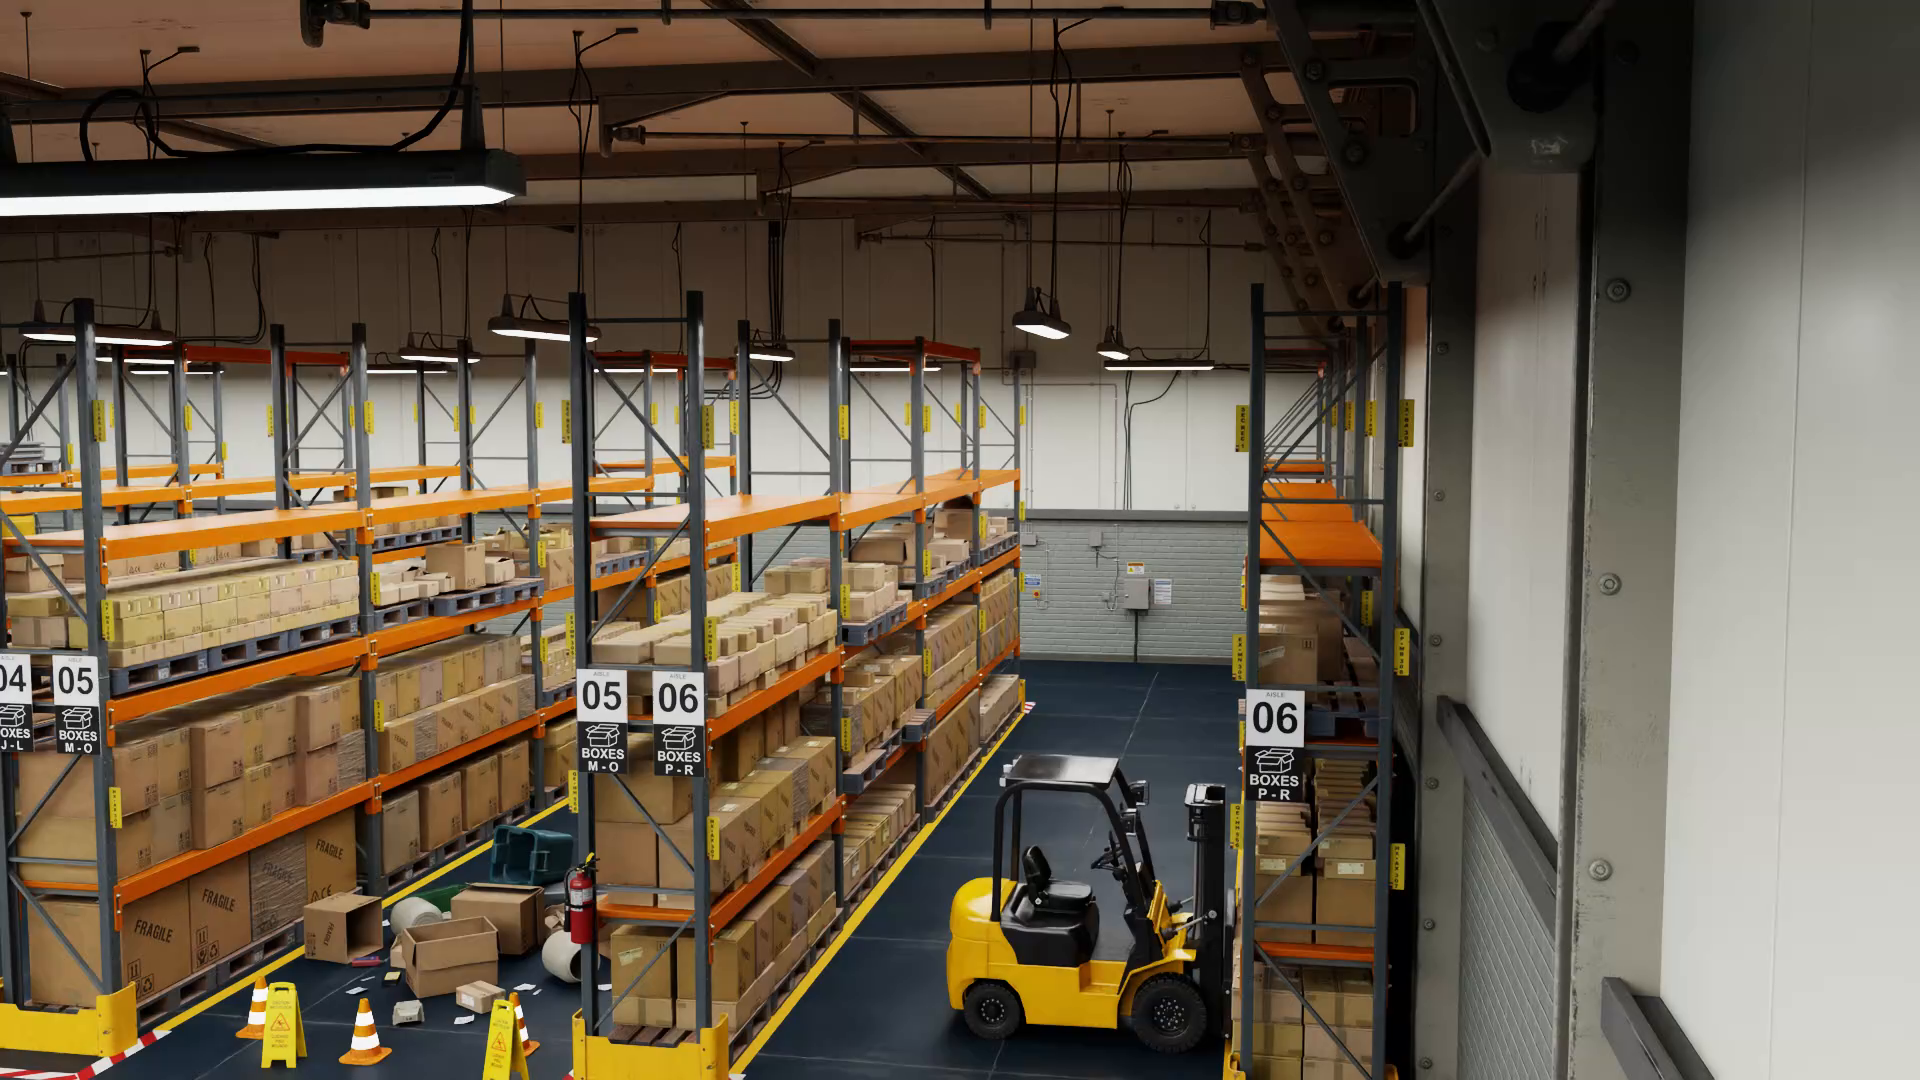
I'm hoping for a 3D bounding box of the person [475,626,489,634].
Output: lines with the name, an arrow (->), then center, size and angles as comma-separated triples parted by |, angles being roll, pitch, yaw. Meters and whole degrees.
person -> -7.533, 2.210, 26.470 | 0.414, 1.704, 0.533 | 4, 6, 38
